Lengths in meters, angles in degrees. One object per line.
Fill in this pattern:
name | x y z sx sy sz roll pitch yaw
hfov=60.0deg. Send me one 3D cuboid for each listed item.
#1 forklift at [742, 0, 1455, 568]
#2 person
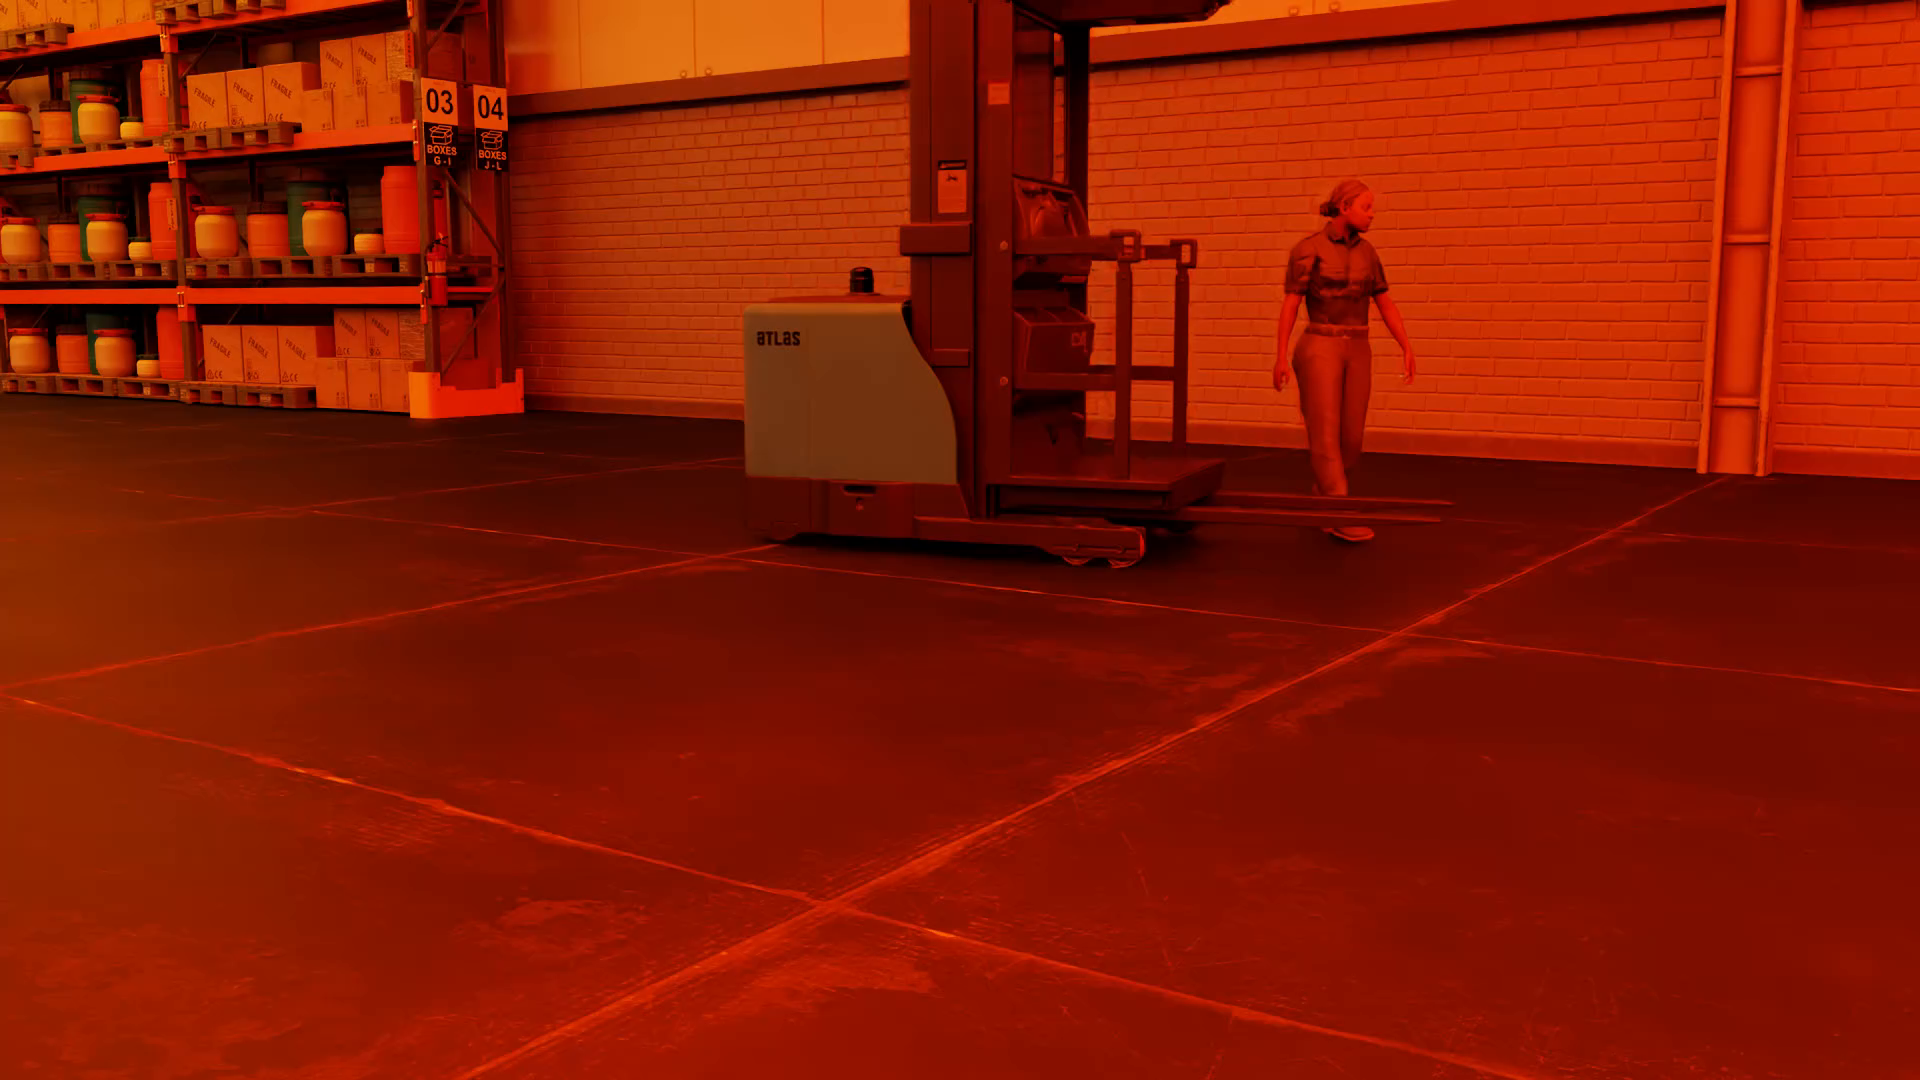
forklift | 0.591 -1.422 7.193 3.031 2.935 1.130 3 9 21
person | 1.786 -0.819 7.573 0.625 1.636 0.706 -4 9 -25
